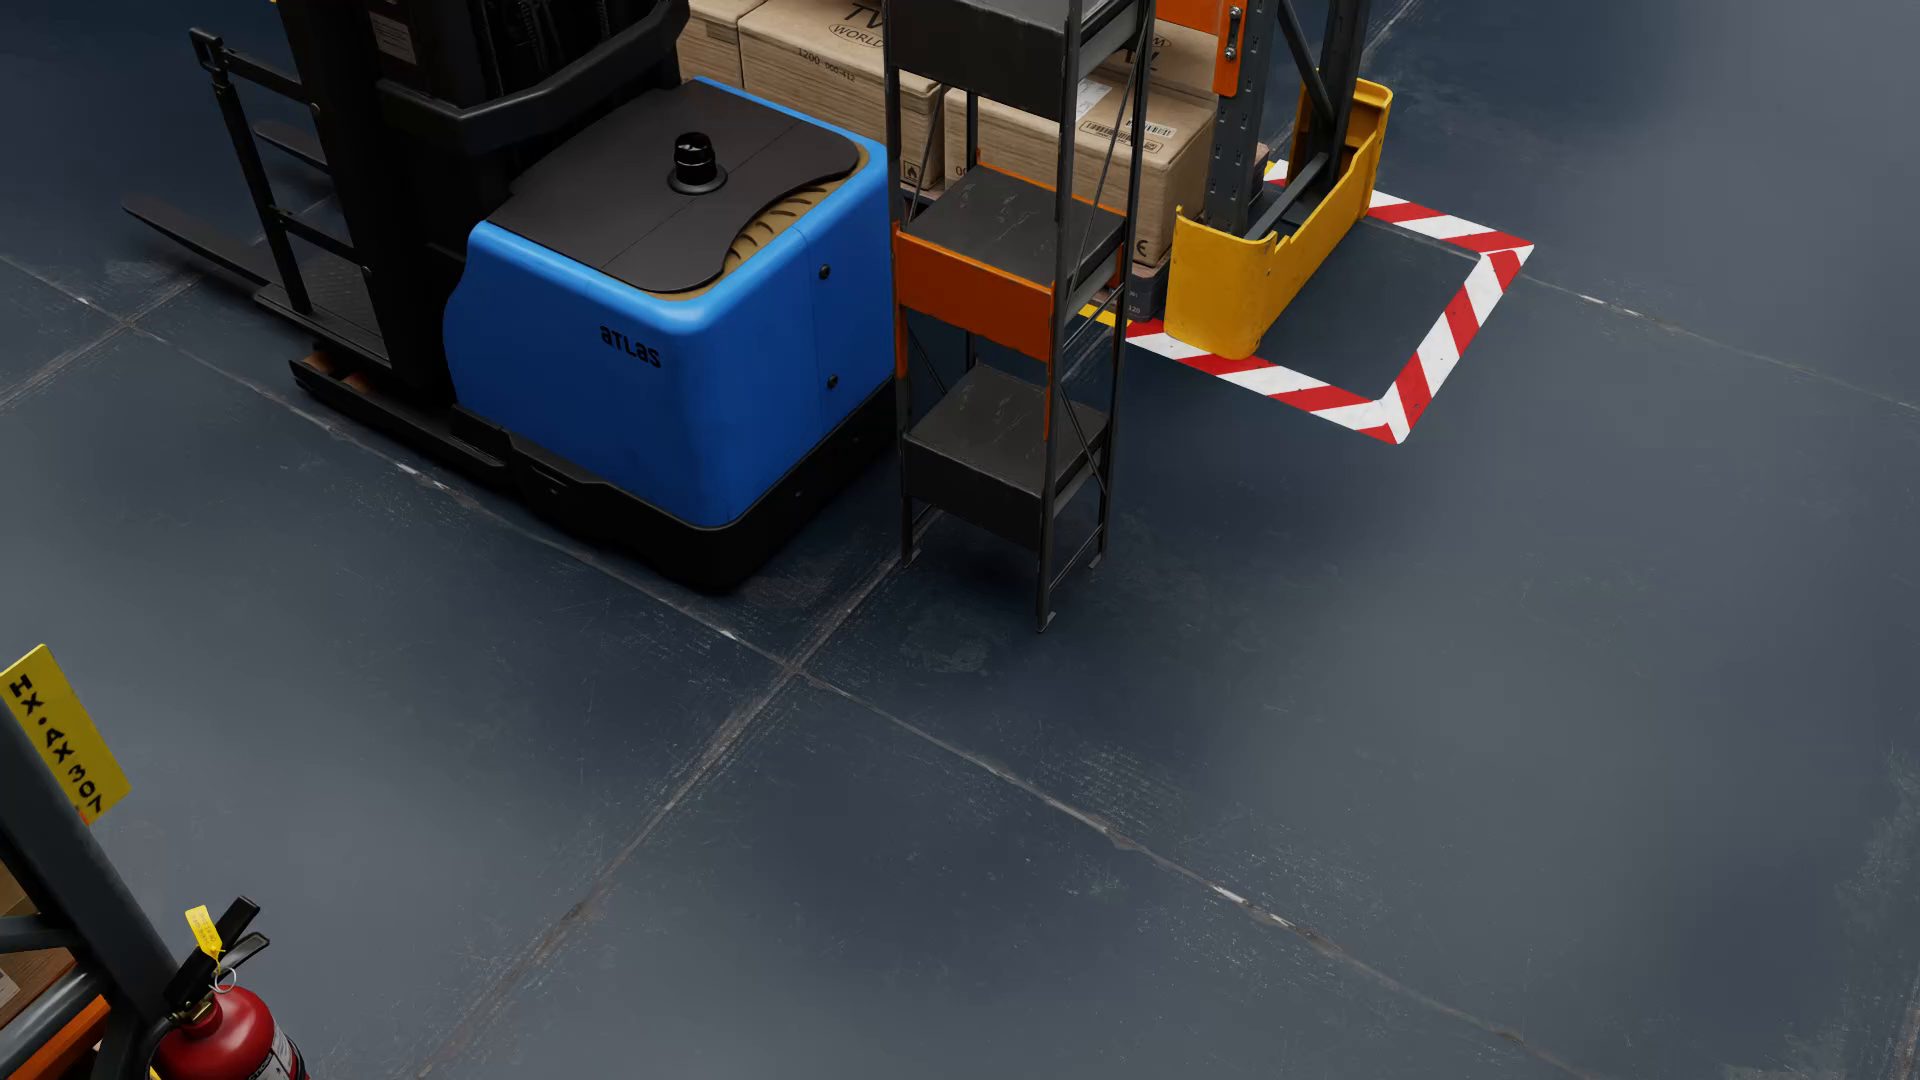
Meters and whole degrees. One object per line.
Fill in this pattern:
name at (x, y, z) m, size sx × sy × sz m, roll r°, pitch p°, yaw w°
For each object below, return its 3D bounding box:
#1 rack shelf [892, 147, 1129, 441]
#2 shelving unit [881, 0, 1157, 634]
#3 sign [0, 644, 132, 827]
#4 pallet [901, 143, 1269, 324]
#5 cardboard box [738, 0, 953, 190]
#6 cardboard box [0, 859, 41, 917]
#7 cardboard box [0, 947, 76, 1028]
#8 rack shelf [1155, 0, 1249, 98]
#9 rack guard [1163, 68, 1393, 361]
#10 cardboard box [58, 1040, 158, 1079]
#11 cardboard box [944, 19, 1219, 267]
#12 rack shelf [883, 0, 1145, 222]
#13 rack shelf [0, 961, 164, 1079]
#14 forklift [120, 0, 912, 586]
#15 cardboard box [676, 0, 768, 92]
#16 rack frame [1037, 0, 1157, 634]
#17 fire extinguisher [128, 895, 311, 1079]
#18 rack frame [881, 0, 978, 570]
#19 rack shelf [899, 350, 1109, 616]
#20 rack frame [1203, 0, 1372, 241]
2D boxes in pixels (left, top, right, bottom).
rack shelf at (0.139, -0.658, 4.444) m, size 0.480 × 0.518 × 0.431 m, roll 25°, pitch 51°, yaw 22°
shelving unit at (0.139, -0.668, 4.435) m, size 0.503 × 2.100 × 0.431 m, roll 25°, pitch 51°, yaw 22°
sign at (-1.237, 0.280, 2.283) m, size 0.005 × 0.325 × 0.100 m, roll 25°, pitch 51°, yaw 22°
pallet at (0.432, -1.379, 6.443) m, size 1.213 × 0.211 × 1.003 m, roll 25°, pitch 51°, yaw 22°
cardboard box at (-0.237, -1.887, 6.486) m, size 0.875 × 0.438 × 0.875 m, roll 26°, pitch 51°, yaw 23°
cardboard box at (-1.766, 0.519, 2.551) m, size 0.500 × 0.250 × 0.500 m, roll 25°, pitch 51°, yaw 22°
cardboard box at (-1.658, 0.704, 2.650) m, size 0.250 × 0.149 × 0.380 m, roll 24°, pitch 51°, yaw 22°
rack shelf at (-0.536, -2.613, 6.199) m, size 4.000 × 0.370 × 1.077 m, roll 25°, pitch 51°, yaw 22°
rack guard at (1.167, -1.209, 6.076) m, size 0.348 × 0.500 × 1.175 m, roll 25°, pitch 51°, yaw 22°
cardboard box at (-1.993, 1.339, 3.306) m, size 0.637 × 0.503 × 0.797 m, roll 23°, pitch 50°, yaw 21°
cardboard box at (0.538, -1.538, 6.146) m, size 0.875 × 0.438 × 0.875 m, roll 23°, pitch 50°, yaw 21°
rack shelf at (0.139, -1.146, 3.942) m, size 0.480 × 0.518 × 0.431 m, roll 25°, pitch 51°, yaw 22°
rack shelf at (-3.213, 0.385, 3.286) m, size 4.000 × 0.370 × 1.077 m, roll 25°, pitch 51°, yaw 22°
forklift at (-1.671, -1.717, 4.875) m, size 3.031 × 2.935 × 1.130 m, roll 26°, pitch 51°, yaw 23°
cardboard box at (-0.995, -2.237, 6.826) m, size 0.875 × 0.438 × 0.875 m, roll 23°, pitch 50°, yaw 21°
rack frame at (0.345, -0.573, 4.343) m, size 0.015 × 2.100 × 0.400 m, roll 25°, pitch 51°, yaw 22°
fire extinguisher at (-1.156, 0.844, 2.652) m, size 0.183 × 0.674 × 0.296 m, roll 25°, pitch 51°, yaw 22°
rack frame at (-0.066, -0.762, 4.526) m, size 0.015 × 2.100 × 0.400 m, roll 25°, pitch 51°, yaw 22°
rack shelf at (0.139, -0.170, 4.946) m, size 0.480 × 0.518 × 0.431 m, roll 25°, pitch 51°, yaw 22°
rack frame at (1.147, -2.089, 5.188) m, size 0.127 × 3.000 × 1.000 m, roll 25°, pitch 51°, yaw 22°
